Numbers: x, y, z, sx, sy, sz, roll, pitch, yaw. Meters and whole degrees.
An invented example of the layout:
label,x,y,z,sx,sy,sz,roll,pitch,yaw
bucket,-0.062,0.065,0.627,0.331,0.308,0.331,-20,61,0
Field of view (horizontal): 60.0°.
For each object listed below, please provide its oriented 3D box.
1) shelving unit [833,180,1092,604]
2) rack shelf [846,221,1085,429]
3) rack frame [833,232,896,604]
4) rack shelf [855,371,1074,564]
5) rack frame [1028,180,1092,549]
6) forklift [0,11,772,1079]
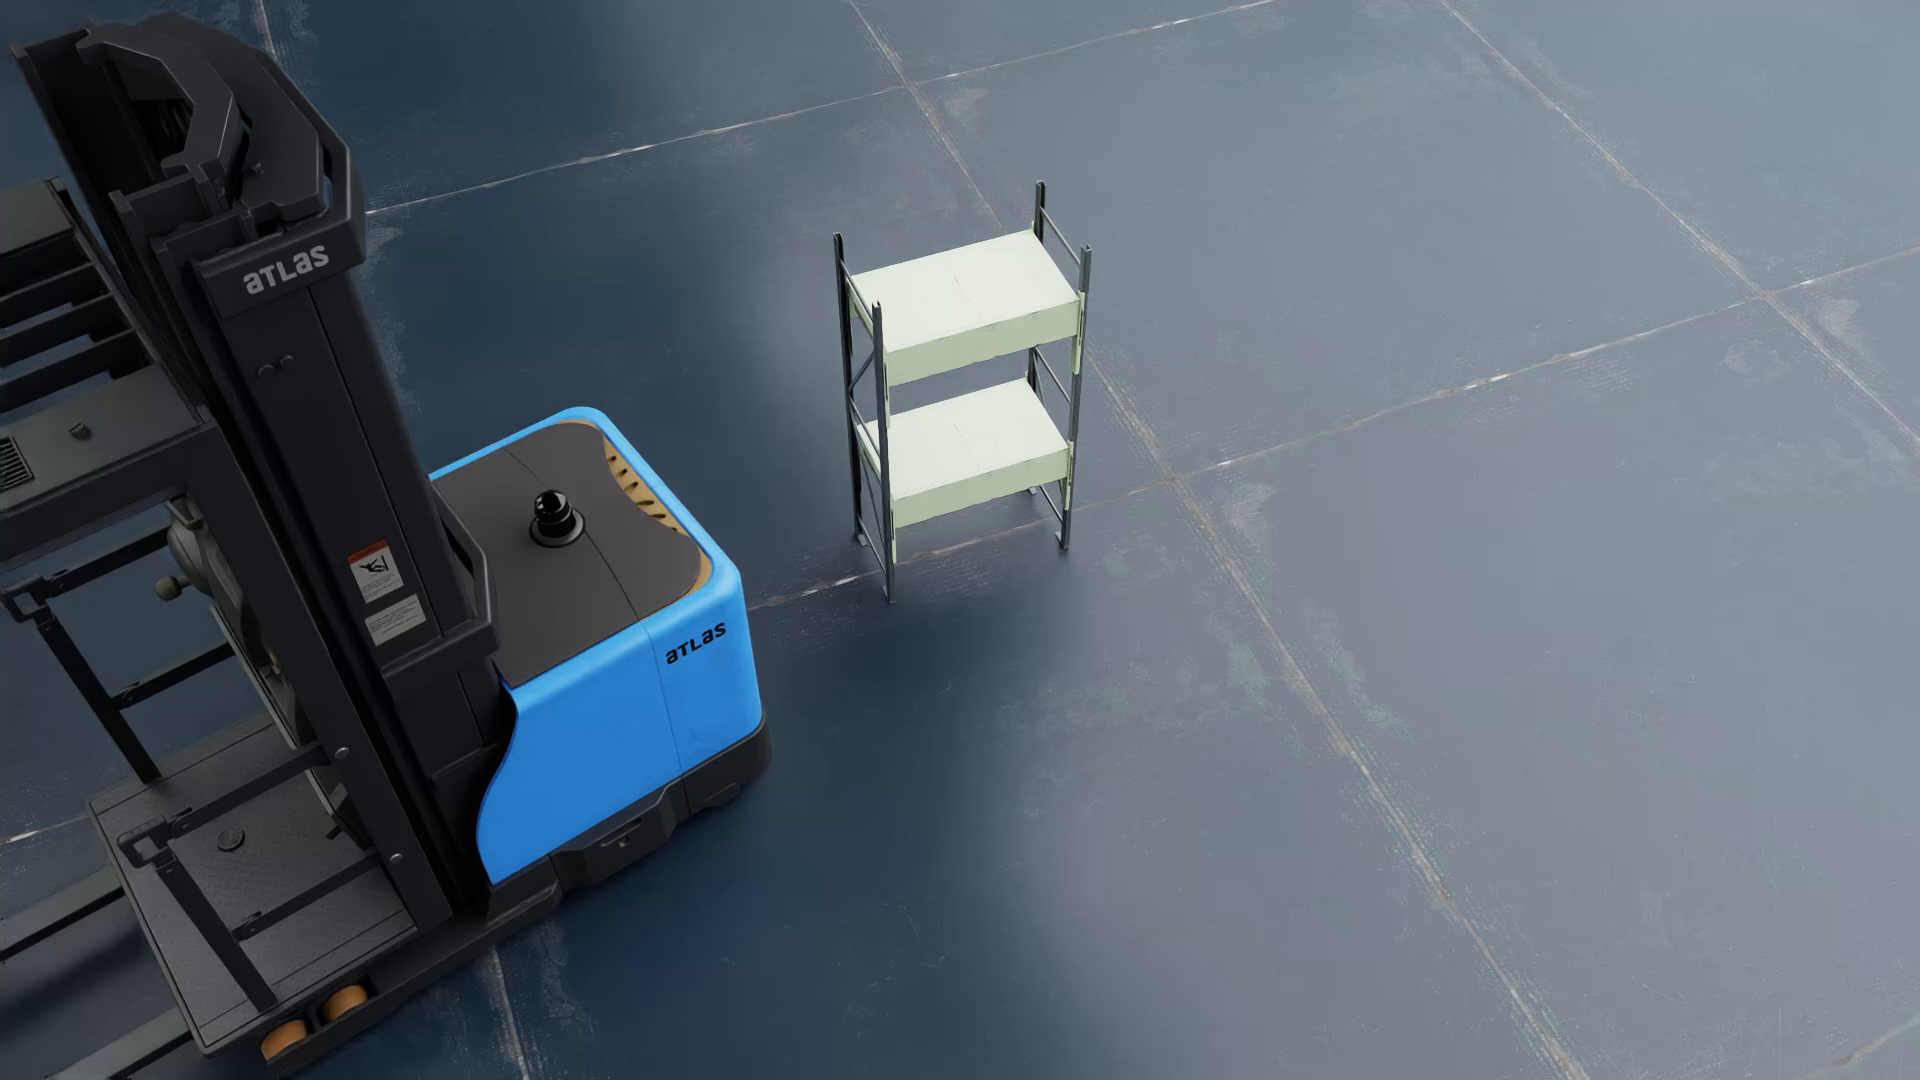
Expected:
label,x,y,z,sx,sy,sz,roll,pitch,yaw
shelving unit,0.006,-0.491,6.023,0.755,1.500,0.431,-17,52,-14
rack shelf,0.006,-0.745,5.727,0.720,0.370,0.431,-17,52,-14
rack frame,-0.333,-0.386,5.933,0.023,1.500,0.400,-17,52,-14
rack shelf,0.006,-0.278,6.271,0.720,0.370,0.431,-17,52,-14
rack frame,0.345,-0.596,6.114,0.023,1.500,0.400,-17,52,-14
forklift,-2.143,0.234,4.457,3.031,2.935,1.130,-30,56,-23
